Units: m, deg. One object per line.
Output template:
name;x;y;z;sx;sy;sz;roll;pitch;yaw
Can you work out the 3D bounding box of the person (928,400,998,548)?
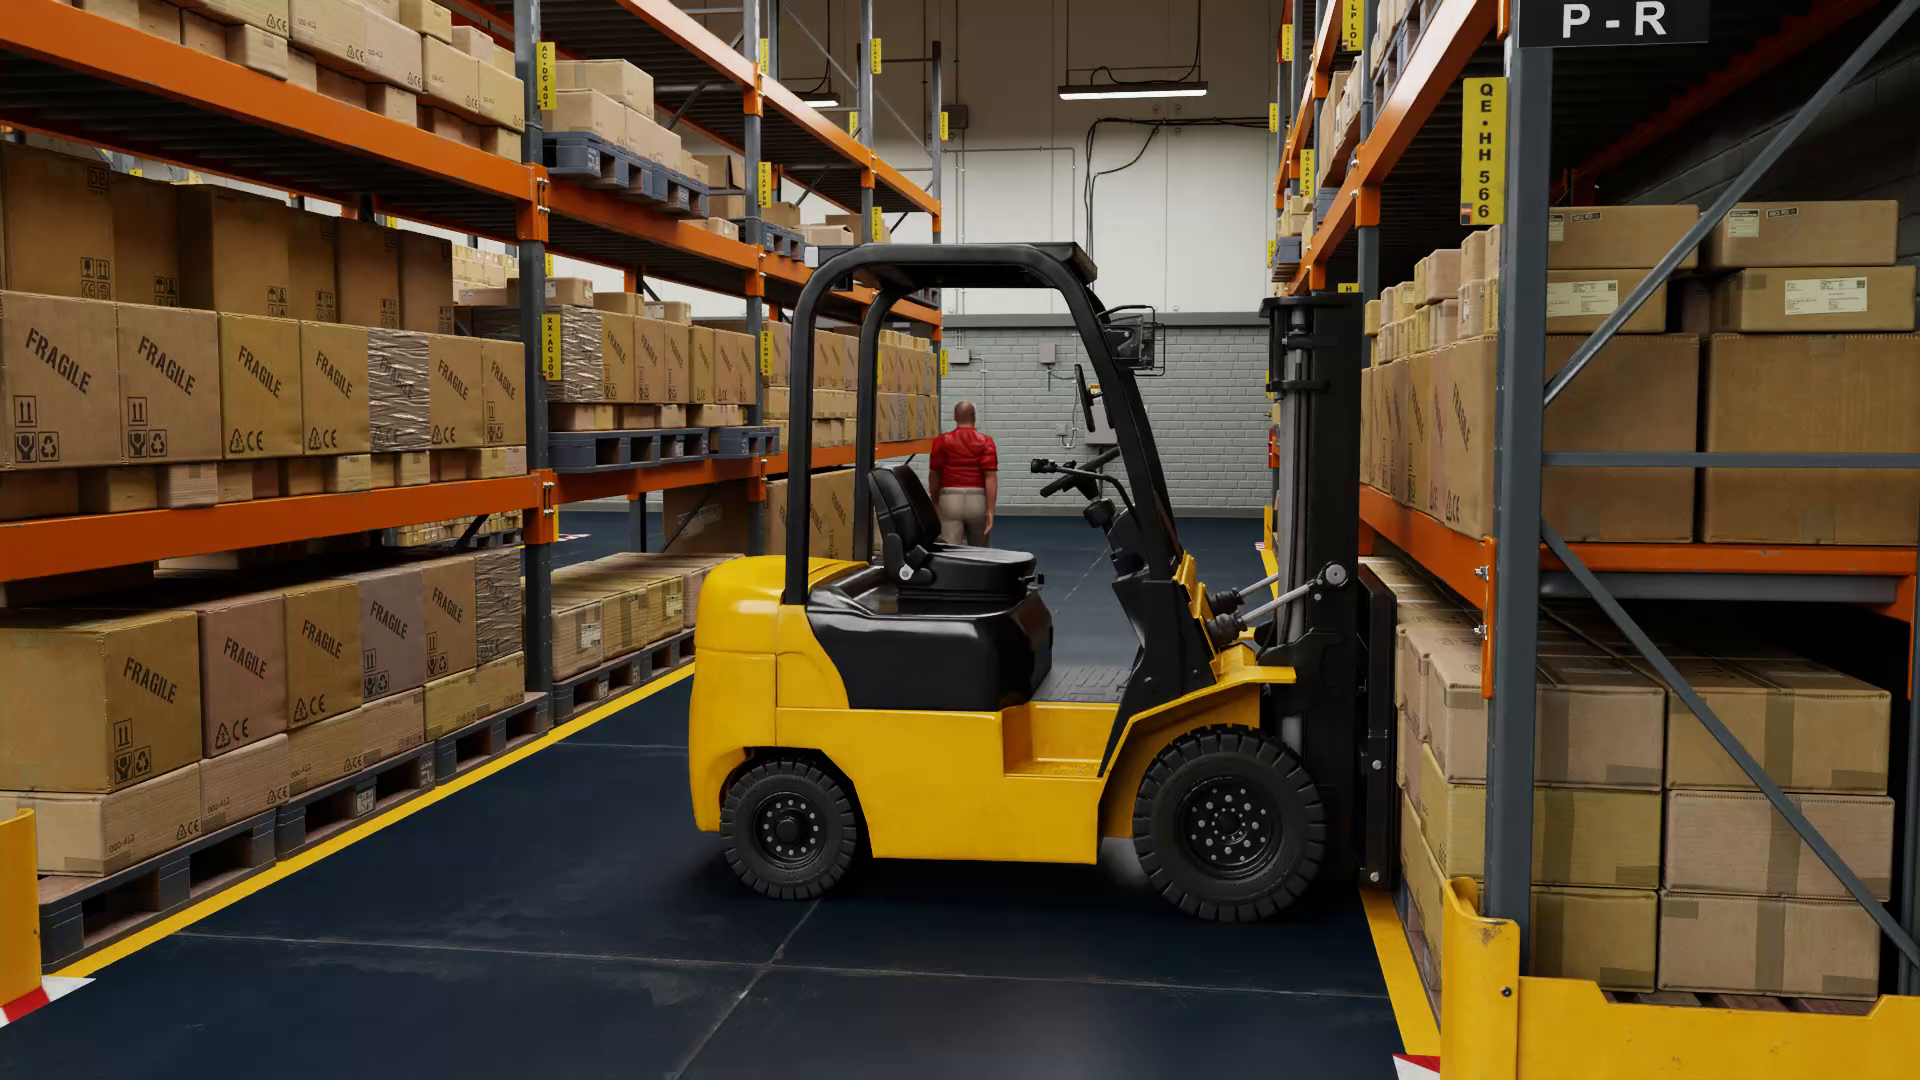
person;0.022;-0.249;12.951;0.535;1.672;1.068;0;4;-1
